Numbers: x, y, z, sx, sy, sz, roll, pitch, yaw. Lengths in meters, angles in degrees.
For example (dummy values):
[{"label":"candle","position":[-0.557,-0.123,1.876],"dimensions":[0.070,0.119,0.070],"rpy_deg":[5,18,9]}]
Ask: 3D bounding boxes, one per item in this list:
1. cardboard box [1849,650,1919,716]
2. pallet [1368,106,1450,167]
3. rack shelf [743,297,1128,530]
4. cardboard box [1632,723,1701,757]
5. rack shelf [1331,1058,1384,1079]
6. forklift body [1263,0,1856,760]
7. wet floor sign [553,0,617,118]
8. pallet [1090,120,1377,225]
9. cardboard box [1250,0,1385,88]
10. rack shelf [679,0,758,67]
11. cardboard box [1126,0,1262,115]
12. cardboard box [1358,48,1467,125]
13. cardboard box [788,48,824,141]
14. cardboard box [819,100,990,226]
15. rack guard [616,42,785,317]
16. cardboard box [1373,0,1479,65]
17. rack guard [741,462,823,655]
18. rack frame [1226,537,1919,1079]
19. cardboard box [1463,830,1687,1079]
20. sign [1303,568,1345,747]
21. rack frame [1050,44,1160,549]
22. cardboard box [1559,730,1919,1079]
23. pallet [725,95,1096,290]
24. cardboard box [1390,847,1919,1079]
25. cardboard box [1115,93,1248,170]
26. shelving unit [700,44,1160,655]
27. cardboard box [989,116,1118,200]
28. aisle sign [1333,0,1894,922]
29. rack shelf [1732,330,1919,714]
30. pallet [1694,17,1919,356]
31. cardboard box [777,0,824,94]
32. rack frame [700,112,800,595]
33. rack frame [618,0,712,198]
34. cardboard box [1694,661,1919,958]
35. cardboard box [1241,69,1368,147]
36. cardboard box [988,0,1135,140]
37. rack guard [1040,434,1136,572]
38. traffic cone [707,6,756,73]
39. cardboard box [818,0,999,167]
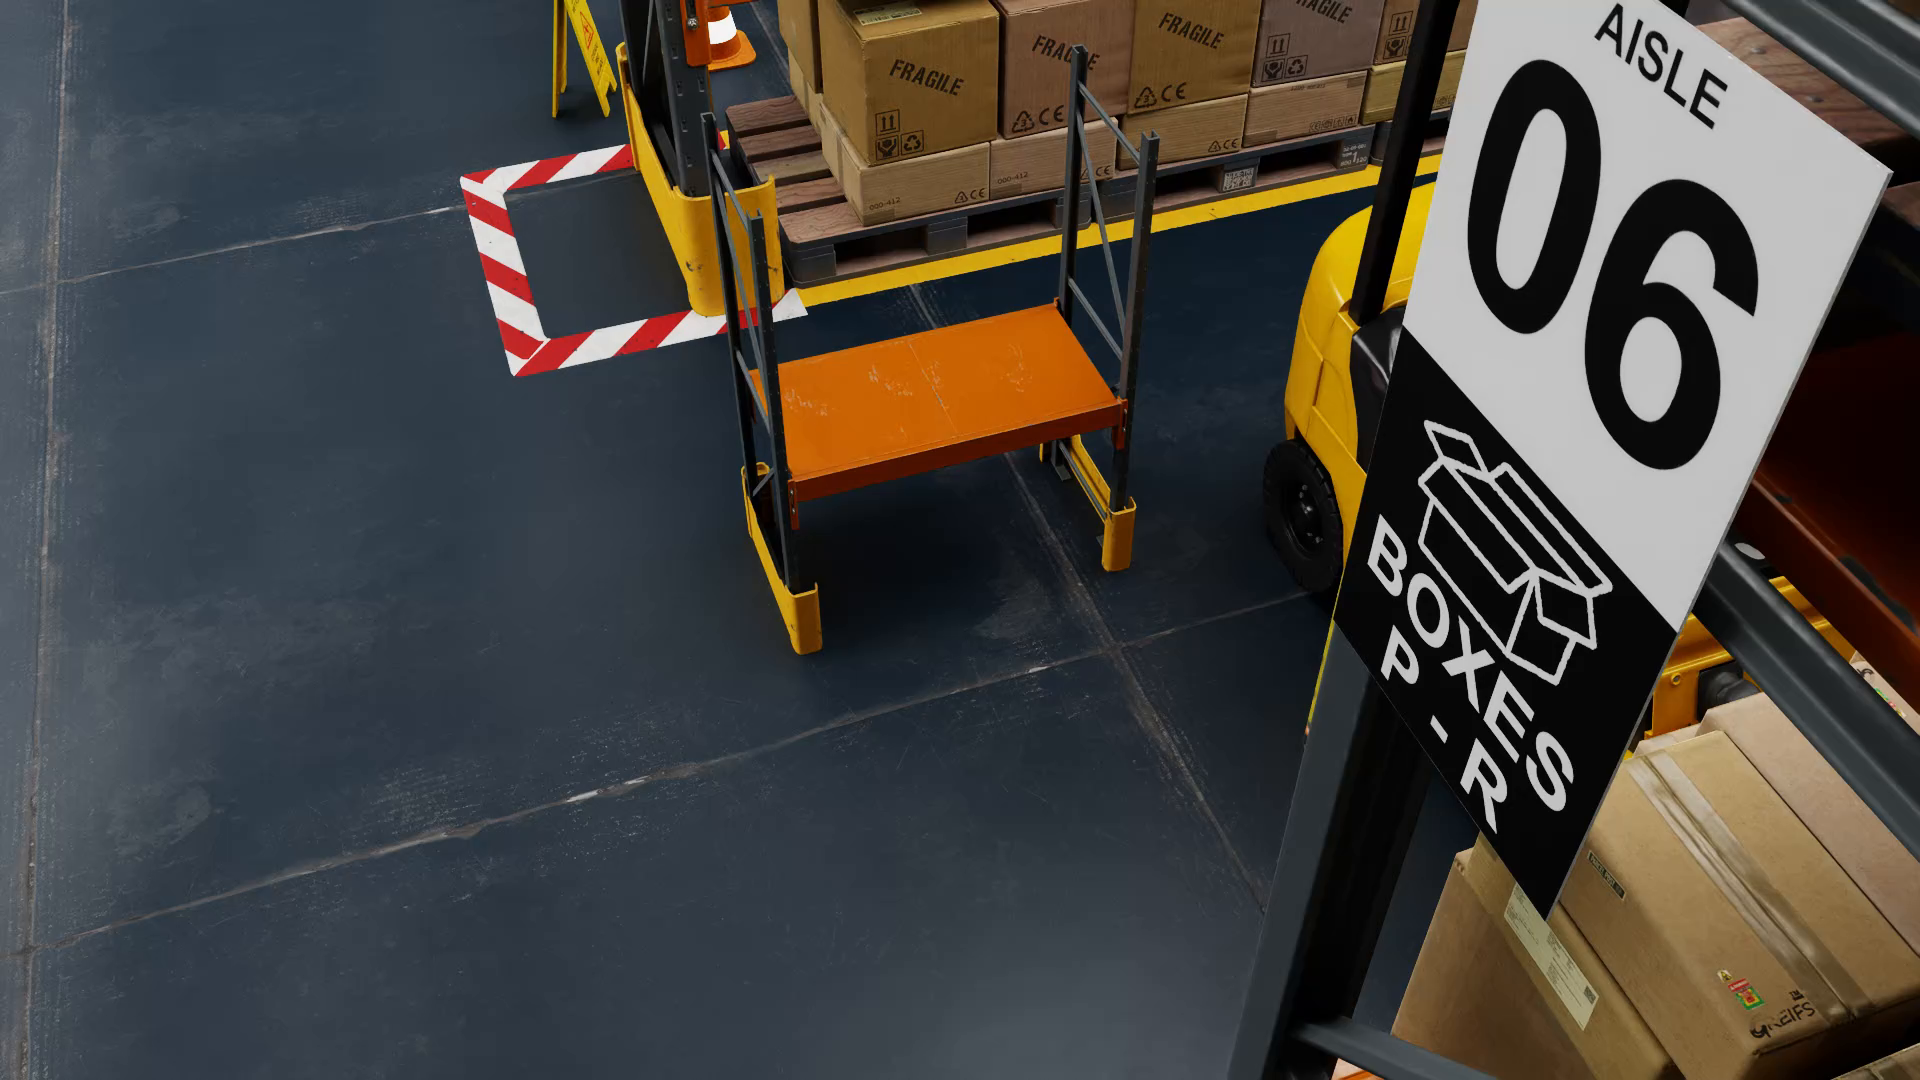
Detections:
[{"label":"cardboard box","position":[1.350,0.278,2.117],"dimensions":[0.250,0.149,0.380],"rpy_deg":[-13,47,-13]},{"label":"pallet","position":[2.080,-2.064,7.158],"dimensions":[1.213,0.211,1.003],"rpy_deg":[-14,47,-14]},{"label":"rack shelf","position":[-0.080,-0.382,4.826],"dimensions":[1.000,0.185,0.538],"rpy_deg":[-14,47,-14]},{"label":"cardboard box","position":[1.088,0.419,2.186],"dimensions":[0.250,0.149,0.380],"rpy_deg":[-14,47,-13]},{"label":"rack shelf","position":[2.508,0.807,2.835],"dimensions":[4.000,0.370,1.077],"rpy_deg":[-14,47,-14]},{"label":"forklift body","position":[1.791,-0.337,4.068],"dimensions":[1.214,2.155,2.313],"rpy_deg":[-14,47,-14]},{"label":"wet floor sign","position":[-1.604,-2.108,6.895],"dimensions":[0.232,0.644,0.267],"rpy_deg":[0,45,0]},{"label":"pallet","position":[0.931,-1.768,6.863],"dimensions":[1.213,0.211,1.003],"rpy_deg":[-14,47,-14]},{"label":"cardboard box","position":[1.277,-2.108,6.348],"dimensions":[0.500,0.500,0.500],"rpy_deg":[-12,46,-12]},{"label":"rack shelf","position":[0.819,-2.499,6.130],"dimensions":[4.000,0.370,1.077],"rpy_deg":[-14,47,-14]},{"label":"cardboard box","position":[0.777,-1.974,6.215],"dimensions":[0.500,0.500,0.500],"rpy_deg":[-13,47,-13]},{"label":"cardboard box","position":[1.738,-1.955,6.726],"dimensions":[0.500,0.250,0.500],"rpy_deg":[-15,47,-15]},{"label":"cardboard box","position":[-0.371,-1.828,6.599],"dimensions":[0.500,0.250,0.500],"rpy_deg":[-15,47,-14]},{"label":"cardboard box","position":[-0.210,-1.459,6.231],"dimensions":[0.500,0.250,0.500],"rpy_deg":[-15,47,-14]},{"label":"rack guard","position":[-0.991,-1.407,6.300],"dimensions":[0.348,0.500,1.175],"rpy_deg":[-14,47,-14]},{"label":"cardboard box","position":[1.757,-2.231,6.471],"dimensions":[0.500,0.500,0.500],"rpy_deg":[-14,47,-13]},{"label":"rack guard","position":[-0.540,0.050,5.024],"dimensions":[0.087,0.250,0.587],"rpy_deg":[-14,47,-14]},{"label":"rack frame","position":[0.627,1.034,2.101],"dimensions":[0.127,3.000,1.000],"rpy_deg":[-14,47,-14]},{"label":"cardboard box","position":[0.858,0.500,2.105],"dimensions":[0.250,0.149,0.380],"rpy_deg":[-14,47,-13]},{"label":"sign","position":[0.455,0.177,1.971],"dimensions":[0.005,0.325,0.100],"rpy_deg":[-14,47,-14]},{"label":"rack frame","position":[0.398,-0.631,4.820],"dimensions":[0.032,1.500,0.500],"rpy_deg":[-14,47,-14]},{"label":"cardboard box","position":[0.892,0.439,1.956],"dimensions":[0.250,0.149,0.380],"rpy_deg":[-14,47,-14]},{"label":"pallet","position":[-0.215,-1.477,6.573],"dimensions":[1.213,0.211,1.003],"rpy_deg":[-14,47,-14]},{"label":"cardboard box","position":[1.000,0.706,2.358],"dimensions":[0.500,0.500,0.500],"rpy_deg":[-15,47,-15]},{"label":"cardboard box","position":[0.782,-1.716,6.488],"dimensions":[0.500,0.250,0.500],"rpy_deg":[-11,46,-11]},{"label":"shelving unit","position":[-0.072,-0.511,4.701],"dimensions":[1.083,1.500,0.587],"rpy_deg":[-14,47,-14]},{"label":"cardboard box","position":[0.273,-1.577,6.348],"dimensions":[0.500,0.250,0.500],"rpy_deg":[-13,46,-12]},{"label":"aisle sign","position":[0.465,-0.063,1.360],"dimensions":[0.004,0.787,0.394],"rpy_deg":[-14,47,-14]},{"label":"rack shelf","position":[2.508,-0.251,1.773],"dimensions":[4.000,0.370,1.077],"rpy_deg":[-14,47,-14]},{"label":"pallet","position":[1.301,-0.146,1.222],"dimensions":[1.213,0.211,1.003],"rpy_deg":[-14,47,-14]},{"label":"cardboard box","position":[-0.397,-2.080,6.321],"dimensions":[0.500,0.500,0.500],"rpy_deg":[-14,47,-14]},{"label":"rack frame","position":[-0.558,-0.387,4.576],"dimensions":[0.032,1.500,0.500],"rpy_deg":[-14,47,-14]},{"label":"rack frame","position":[-1.062,-2.271,5.396],"dimensions":[0.127,3.000,1.000],"rpy_deg":[-14,47,-14]},{"label":"cardboard box","position":[1.113,0.359,2.036],"dimensions":[0.250,0.149,0.380],"rpy_deg":[-14,47,-14]},{"label":"cardboard box","position":[1.258,-1.836,6.607],"dimensions":[0.500,0.250,0.500],"rpy_deg":[-14,47,-13]},{"label":"cardboard box","position":[0.303,-1.858,6.100],"dimensions":[0.500,0.500,0.500],"rpy_deg":[-16,47,-15]},{"label":"rack guard","position":[0.397,-0.190,5.263],"dimensions":[0.087,0.250,0.587],"rpy_deg":[-14,47,-14]},{"label":"traffic cone","position":[-1.096,-2.339,7.254],"dimensions":[0.334,0.463,0.336],"rpy_deg":[-14,47,-14]},{"label":"cardboard box","position":[-0.187,-1.730,5.971],"dimensions":[0.500,0.500,0.500],"rpy_deg":[-16,47,-15]}]
